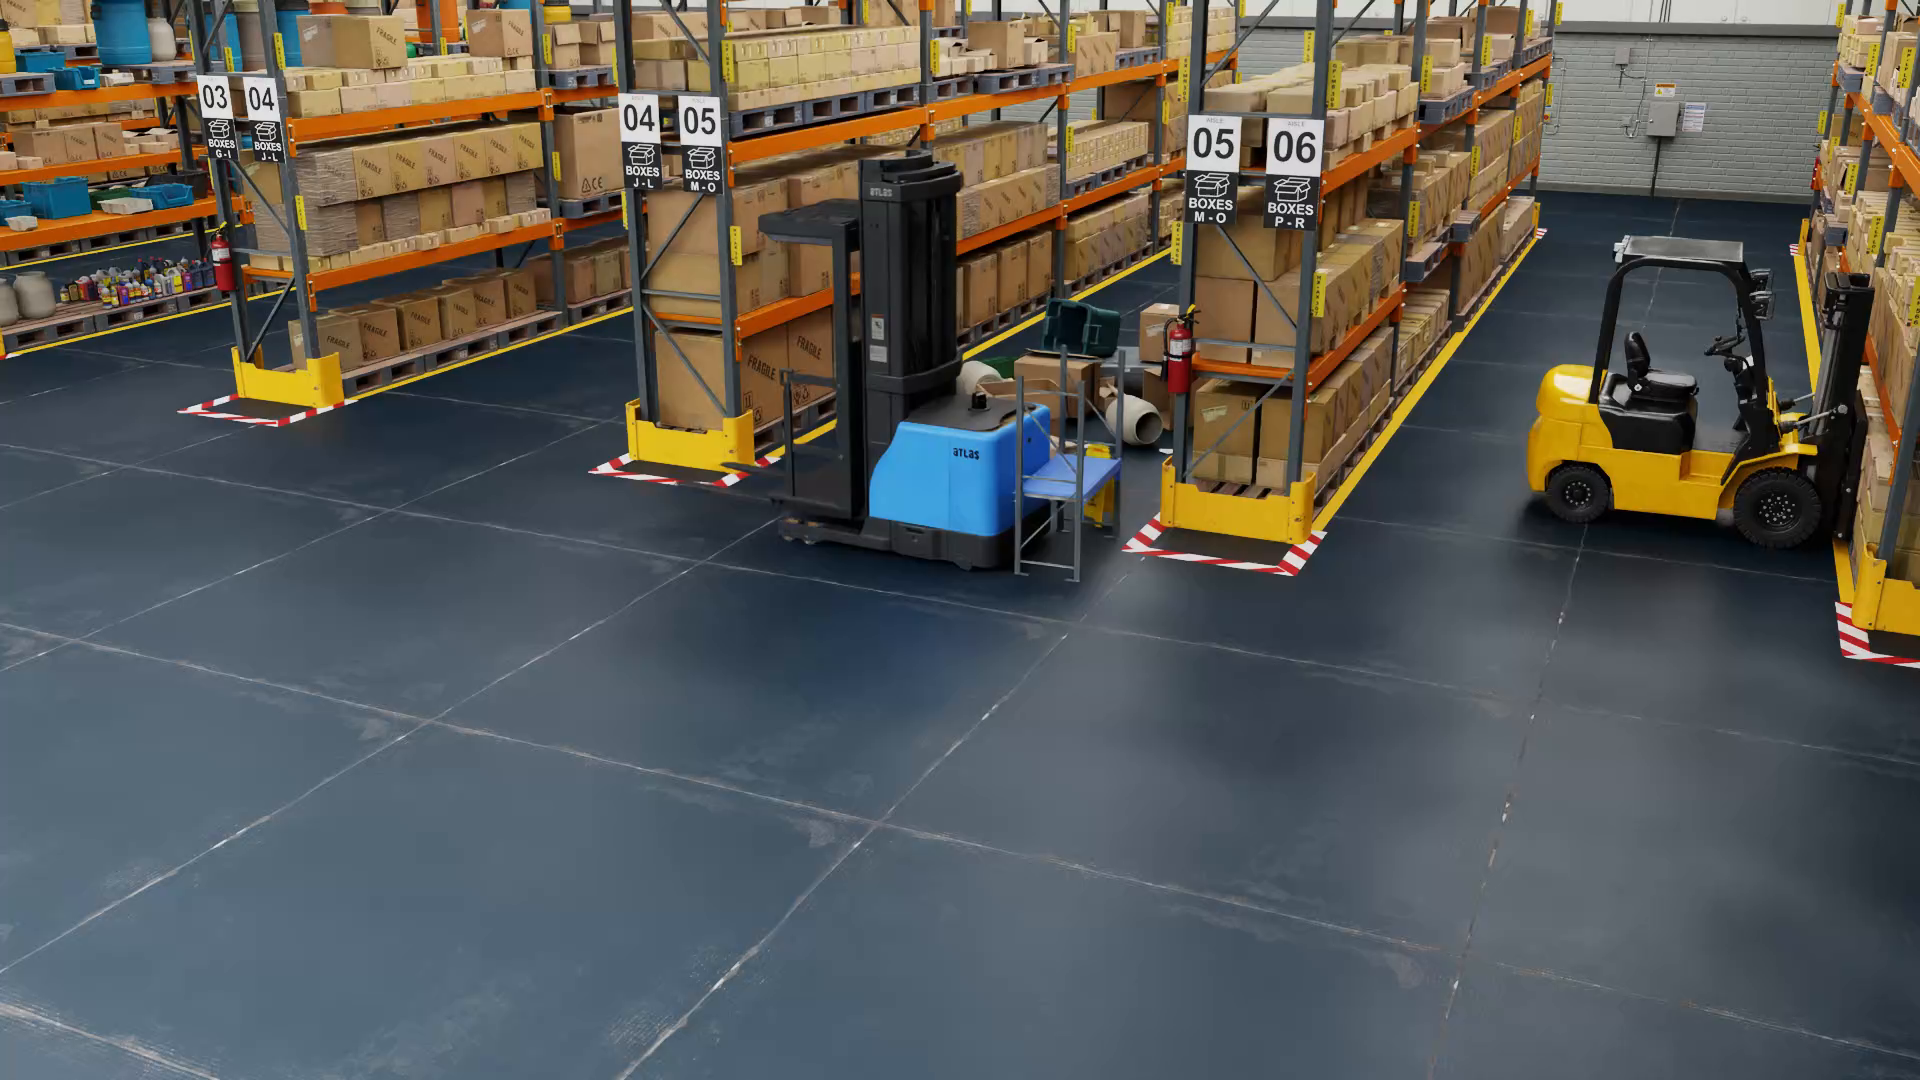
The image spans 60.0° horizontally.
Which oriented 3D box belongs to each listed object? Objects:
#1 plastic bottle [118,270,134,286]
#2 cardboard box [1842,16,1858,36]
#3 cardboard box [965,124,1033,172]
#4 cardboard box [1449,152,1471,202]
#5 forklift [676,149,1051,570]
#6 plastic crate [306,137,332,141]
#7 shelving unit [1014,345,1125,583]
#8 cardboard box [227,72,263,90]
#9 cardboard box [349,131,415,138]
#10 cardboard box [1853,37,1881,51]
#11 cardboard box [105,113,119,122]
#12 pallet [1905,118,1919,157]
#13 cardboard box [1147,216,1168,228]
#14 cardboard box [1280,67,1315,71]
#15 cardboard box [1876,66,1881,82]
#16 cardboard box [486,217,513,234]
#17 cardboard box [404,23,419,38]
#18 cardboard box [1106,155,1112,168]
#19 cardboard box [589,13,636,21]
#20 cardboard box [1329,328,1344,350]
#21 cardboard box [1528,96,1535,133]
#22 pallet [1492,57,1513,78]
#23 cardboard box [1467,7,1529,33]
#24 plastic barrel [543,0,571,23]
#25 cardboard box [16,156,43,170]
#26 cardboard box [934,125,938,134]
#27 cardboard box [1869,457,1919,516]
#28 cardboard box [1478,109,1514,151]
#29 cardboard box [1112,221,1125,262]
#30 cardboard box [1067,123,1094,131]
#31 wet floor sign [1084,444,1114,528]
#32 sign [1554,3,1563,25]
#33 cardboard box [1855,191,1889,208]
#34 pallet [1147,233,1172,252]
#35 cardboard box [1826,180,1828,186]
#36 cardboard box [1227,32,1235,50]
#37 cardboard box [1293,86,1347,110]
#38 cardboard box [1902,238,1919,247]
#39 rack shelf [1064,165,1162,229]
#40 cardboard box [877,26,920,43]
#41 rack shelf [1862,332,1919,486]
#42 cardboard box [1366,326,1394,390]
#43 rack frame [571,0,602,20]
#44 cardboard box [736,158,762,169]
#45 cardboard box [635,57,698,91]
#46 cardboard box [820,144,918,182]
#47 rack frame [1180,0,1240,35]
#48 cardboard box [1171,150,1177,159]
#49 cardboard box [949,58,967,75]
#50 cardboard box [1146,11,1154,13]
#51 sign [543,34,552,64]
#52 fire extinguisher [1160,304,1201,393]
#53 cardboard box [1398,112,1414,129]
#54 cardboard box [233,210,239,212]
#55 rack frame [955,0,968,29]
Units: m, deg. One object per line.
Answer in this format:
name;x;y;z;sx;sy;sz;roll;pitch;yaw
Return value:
plastic bottle;-10.583;-3.276;21.113;0.152;0.276;0.135;9;21;23
cardboard box;12.600;-7.156;23.170;0.500;0.250;0.500;8;21;22
cardboard box;0.474;-4.802;20.352;0.700;0.500;0.500;8;21;22
cardboard box;5.497;-4.134;18.896;0.500;0.500;0.500;8;21;21
forklift;-0.839;-1.493;12.791;3.031;2.935;1.130;10;22;27
plastic crate;-9.071;-5.543;23.984;0.402;0.464;0.583;9;21;23
shelving unit;0.824;-0.589;12.388;0.538;1.500;1.048;7;21;20
cardboard box;-7.058;-4.498;16.293;0.380;0.149;0.250;9;21;23
cardboard box;-6.268;-4.158;18.099;0.500;0.500;0.500;9;21;23
cardboard box;10.807;-5.872;19.683;0.380;0.149;0.250;8;21;22
cardboard box;-15.970;-7.914;31.090;0.380;0.149;0.250;8;21;21
pallet;7.996;-3.130;12.950;1.003;0.211;1.213;9;21;23
cardboard box;2.951;-4.859;25.338;0.380;0.149;0.250;10;22;25
cardboard box;3.037;-4.083;14.680;0.380;0.149;0.250;8;21;22
cardboard box;9.540;-4.729;16.886;0.380;0.166;0.250;9;21;23
cardboard box;-5.338;-3.603;18.999;0.380;0.149;0.250;9;21;23
cardboard box;-10.376;-9.478;30.891;0.500;0.250;0.500;9;21;23
cardboard box;1.889;-5.248;22.996;0.380;0.149;0.250;8;21;21
cardboard box;-4.449;-6.564;21.577;0.500;0.500;0.500;8;21;21
cardboard box;2.901;-1.658;13.528;0.380;0.149;0.250;9;21;24
cardboard box;8.125;-6.242;24.401;0.500;0.500;0.500;8;21;22
pallet;6.738;-6.185;21.692;0.805;0.209;1.217;8;21;21
cardboard box;7.591;-7.272;23.534;0.797;0.503;0.637;10;22;27
plastic barrel;-6.680;-8.581;27.236;0.600;0.588;0.600;0;20;0
cardboard box;-13.736;-5.548;24.466;0.380;0.149;0.250;9;21;23
cardboard box;-0.597;-7.146;28.962;0.380;0.149;0.250;8;21;21
cardboard box;6.588;-0.357;11.482;0.500;0.250;0.500;9;22;25
cardboard box;7.114;-5.496;22.304;0.500;0.500;0.500;9;22;24
cardboard box;2.013;-4.243;23.527;0.500;0.500;0.500;8;21;22
cardboard box;1.714;-5.935;24.042;0.380;0.149;0.250;9;21;23
wet floor sign;1.100;-0.460;13.298;0.267;0.644;0.232;18;26;41
sign;9.195;-8.086;25.549;0.100;0.325;0.005;9;21;23
cardboard box;9.561;-3.542;17.333;0.380;0.149;0.250;9;22;24
pallet;2.753;-4.693;25.850;1.003;0.211;1.213;9;21;23
cardboard box;11.880;-4.806;22.381;0.380;0.149;0.250;8;21;22
cardboard box;4.204;-8.187;27.260;0.500;0.250;0.500;8;21;22
cardboard box;2.733;-3.379;12.701;0.380;0.149;0.250;9;21;23
cardboard box;7.912;-2.364;13.579;0.380;0.149;0.250;9;21;24
rack shelf;1.692;-4.847;23.194;1.077;0.370;4.000;9;21;23
cardboard box;-0.624;-5.111;16.797;0.380;0.149;0.250;8;21;22
rack shelf;7.503;-1.073;12.582;1.077;0.370;4.000;9;21;23
cardboard box;3.795;-1.741;15.745;0.500;0.500;0.500;8;21;22
rack frame;-6.492;-10.015;27.699;1.000;3.000;0.127;9;21;23
cardboard box;-3.164;-5.444;23.651;0.500;0.500;0.500;9;22;24
cardboard box;-2.458;-4.044;14.391;0.500;0.250;0.500;9;21;23
cardboard box;-0.948;-3.823;17.406;0.875;0.550;0.550;9;21;23
rack frame;4.149;-9.846;27.225;1.000;3.000;0.127;9;21;23
cardboard box;3.141;-5.980;25.683;0.380;0.149;0.250;8;21;20
cardboard box;-0.114;-5.174;18.164;0.250;0.149;0.380;9;21;23
cardboard box;2.765;-7.923;25.176;0.380;0.149;0.250;9;22;25
sign;-4.751;-5.648;19.124;0.100;0.325;0.005;9;21;23
fire extinguisher;1.687;-1.472;12.747;0.296;0.674;0.183;9;21;23
cardboard box;3.941;-3.859;15.243;0.380;0.149;0.250;9;21;23
cardboard box;-12.200;-5.775;27.806;0.500;0.500;0.500;10;22;25
rack frame;-0.335;-10.558;29.226;1.000;3.000;0.127;9;21;23
